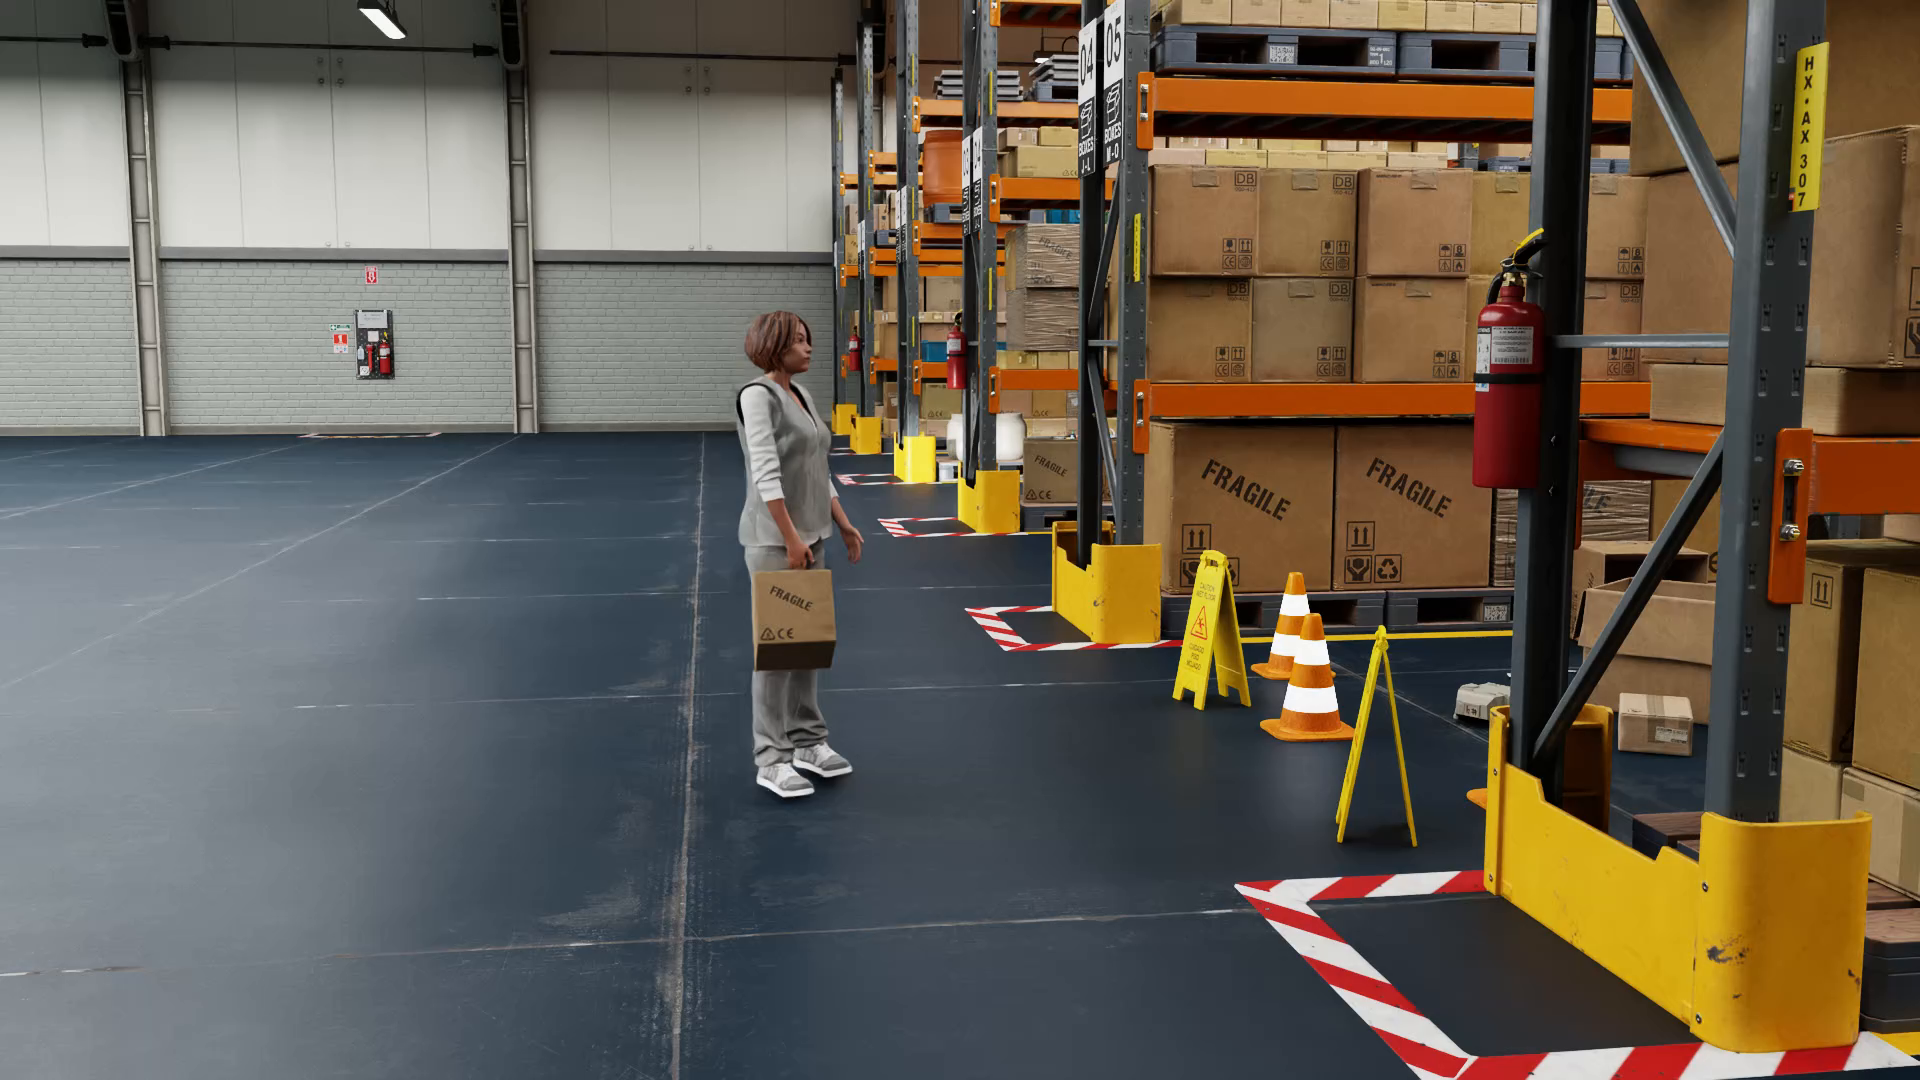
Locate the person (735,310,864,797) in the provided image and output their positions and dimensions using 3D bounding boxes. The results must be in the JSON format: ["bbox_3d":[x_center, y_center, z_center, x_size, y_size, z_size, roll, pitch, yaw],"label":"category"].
[{"bbox_3d":[-0.561,0.041,5.630,0.403,1.583,0.478,2,7,20],"label":"person"}]
